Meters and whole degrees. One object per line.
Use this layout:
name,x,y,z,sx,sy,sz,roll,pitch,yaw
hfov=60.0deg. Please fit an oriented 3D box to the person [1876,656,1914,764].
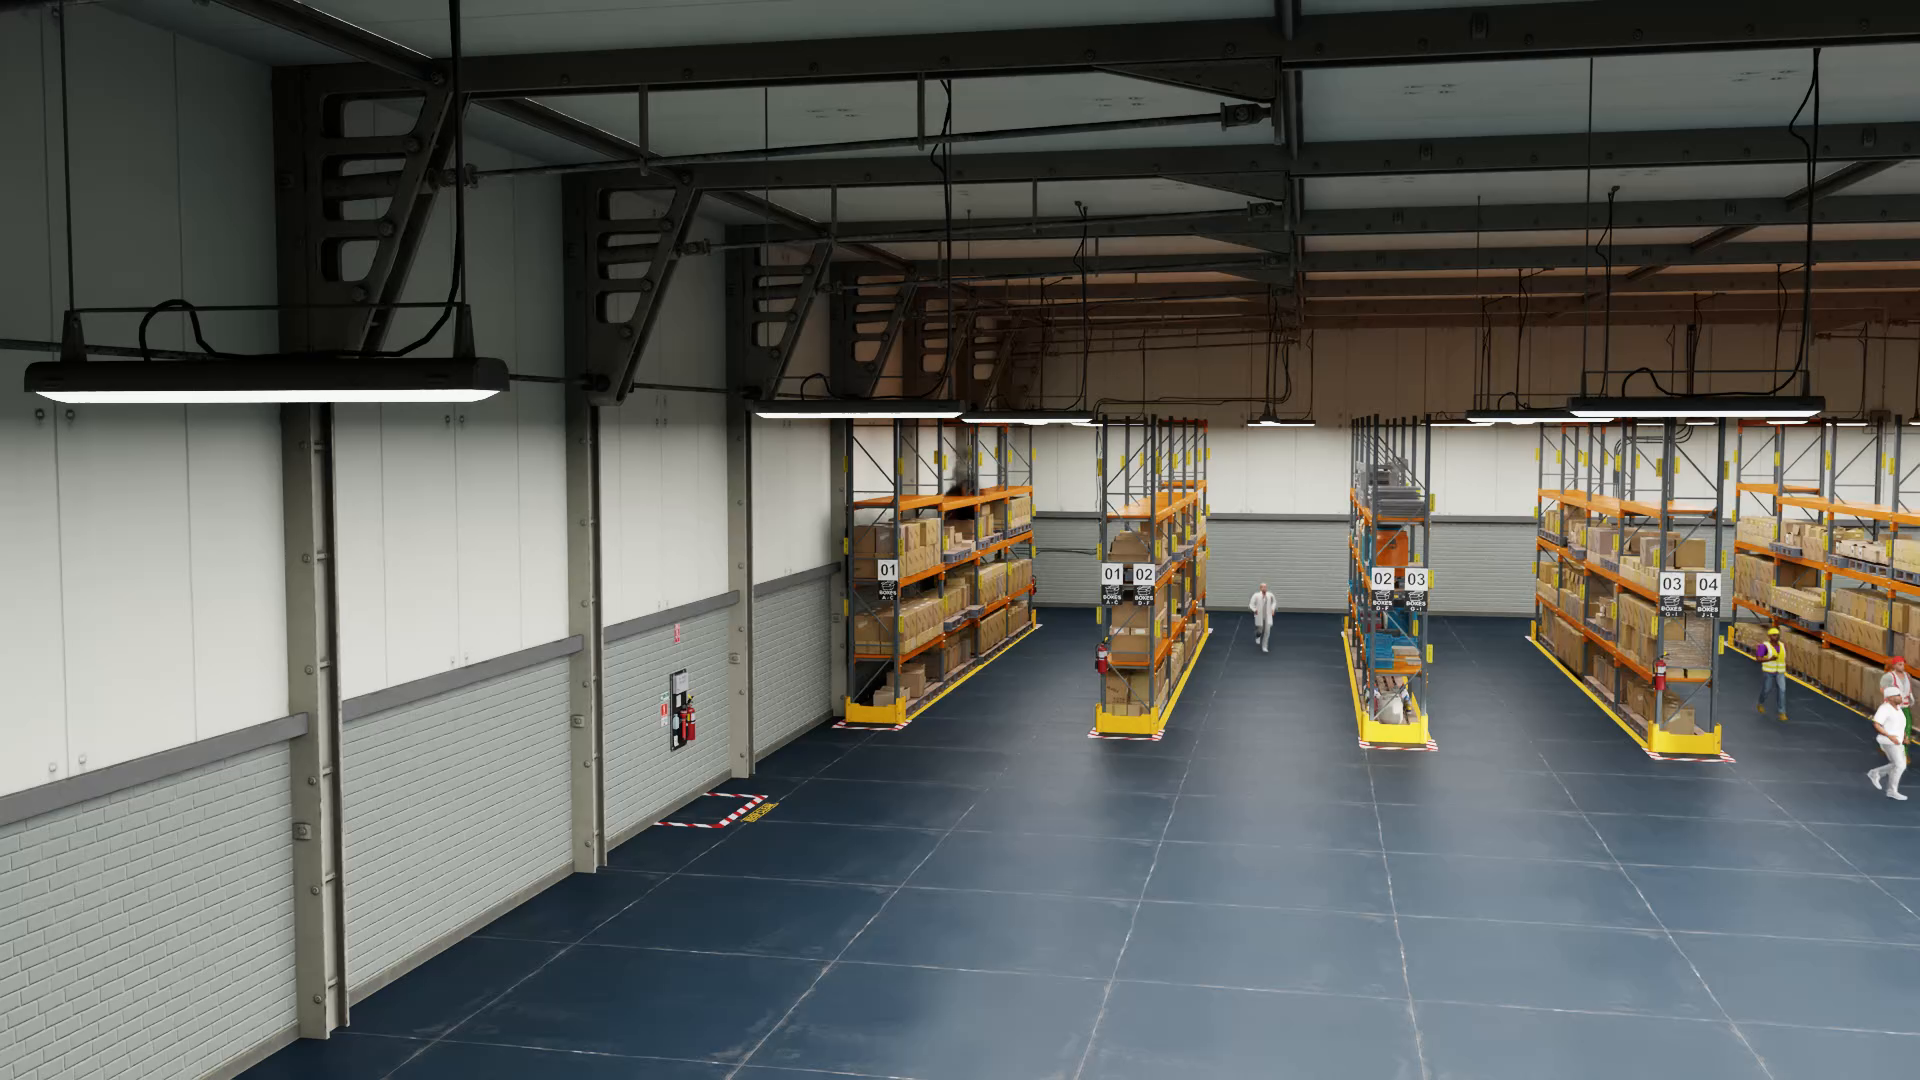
person,16.189,2.924,28.748,0.678,1.865,0.781,0,4,-3

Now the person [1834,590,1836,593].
person,22.273,2.090,42.308,0.588,1.623,0.841,1,4,8

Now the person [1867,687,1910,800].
person,14.414,3.135,25.850,0.708,1.734,0.633,-3,5,-41

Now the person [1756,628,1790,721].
person,16.075,2.624,32.864,0.691,1.776,0.944,0,4,3

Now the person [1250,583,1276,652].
person,7.865,1.992,43.096,0.710,1.762,0.862,0,4,-1
